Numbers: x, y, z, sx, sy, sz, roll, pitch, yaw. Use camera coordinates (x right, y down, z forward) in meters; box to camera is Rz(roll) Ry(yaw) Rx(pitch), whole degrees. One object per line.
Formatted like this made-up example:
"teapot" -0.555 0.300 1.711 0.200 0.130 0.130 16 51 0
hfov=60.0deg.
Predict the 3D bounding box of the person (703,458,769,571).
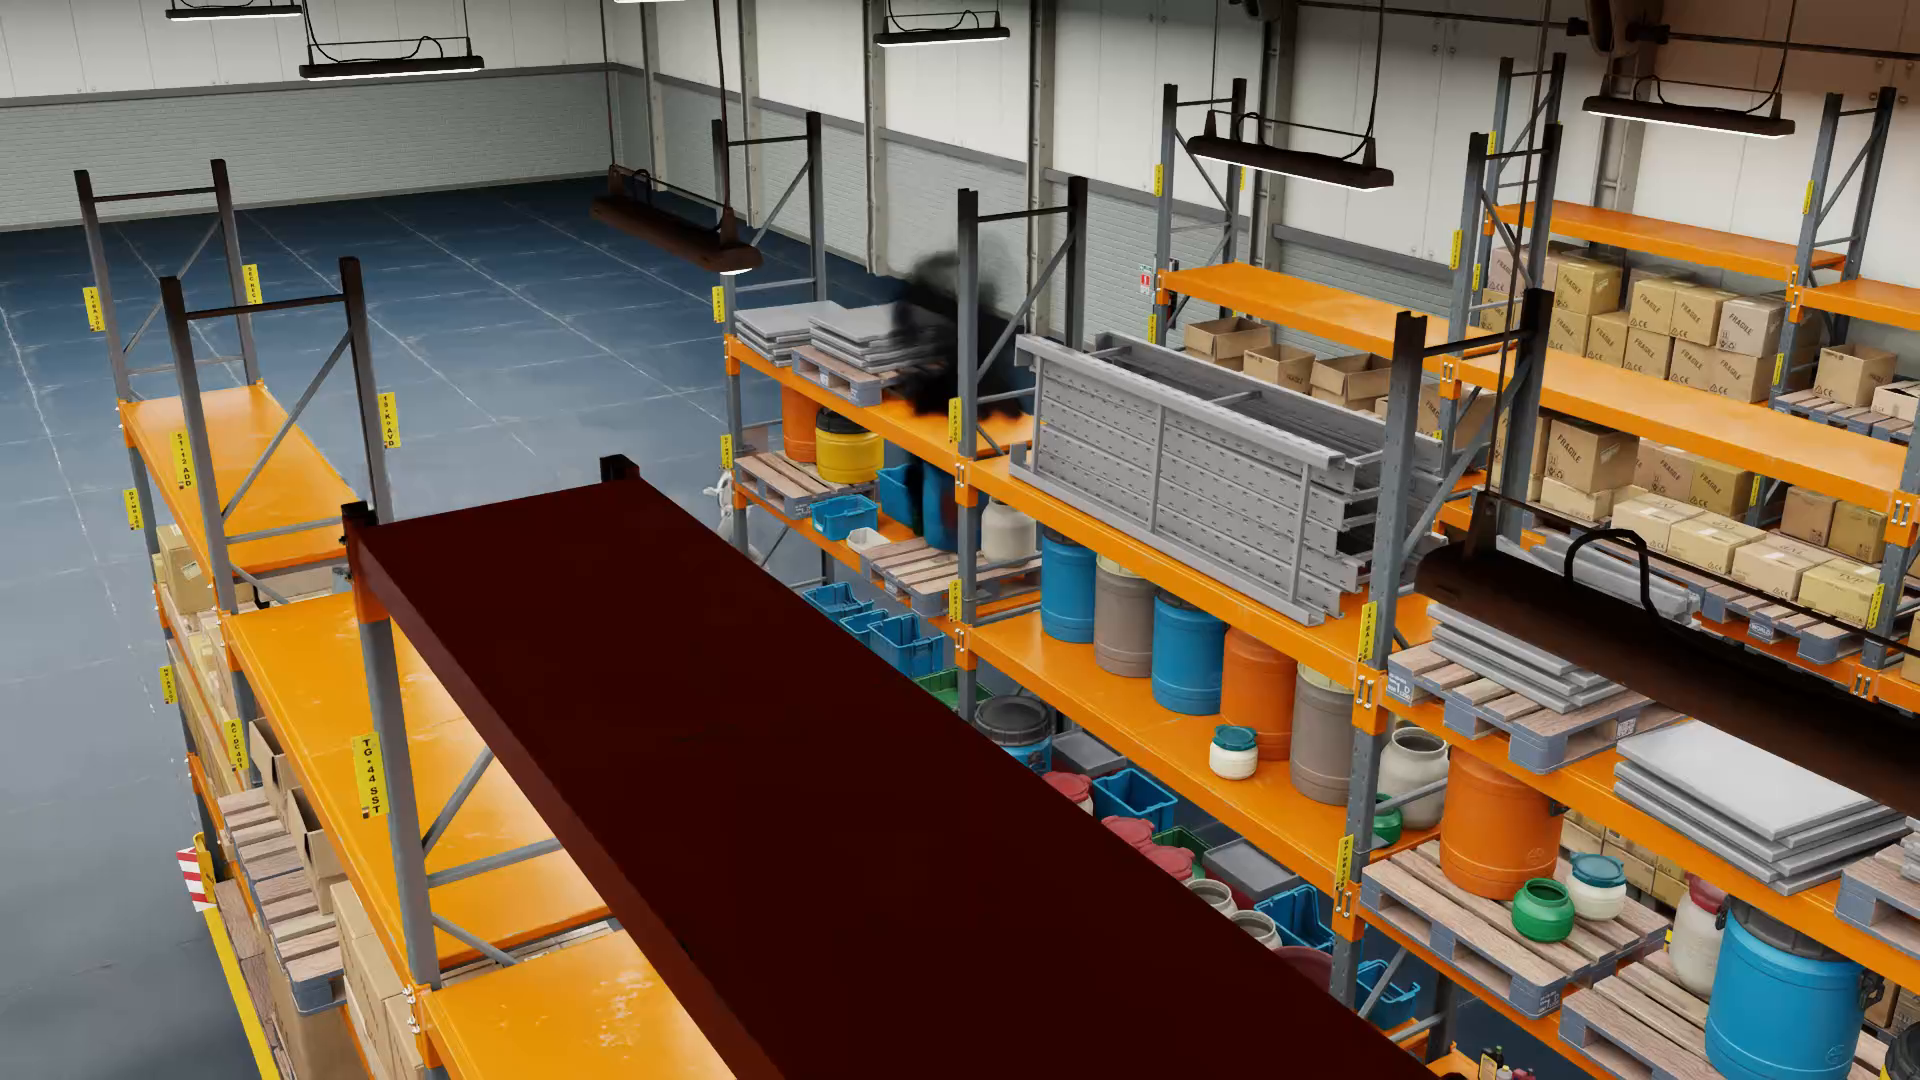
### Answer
"person" -2.683 -0.258 19.719 0.785 1.730 0.600 -2 22 -5

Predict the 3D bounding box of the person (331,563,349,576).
"person" -7.272 -0.007 19.134 0.901 1.693 0.616 -4 22 -9

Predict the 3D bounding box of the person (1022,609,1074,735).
"person" 0.840 1.040 15.776 0.724 1.781 0.547 18 28 38
